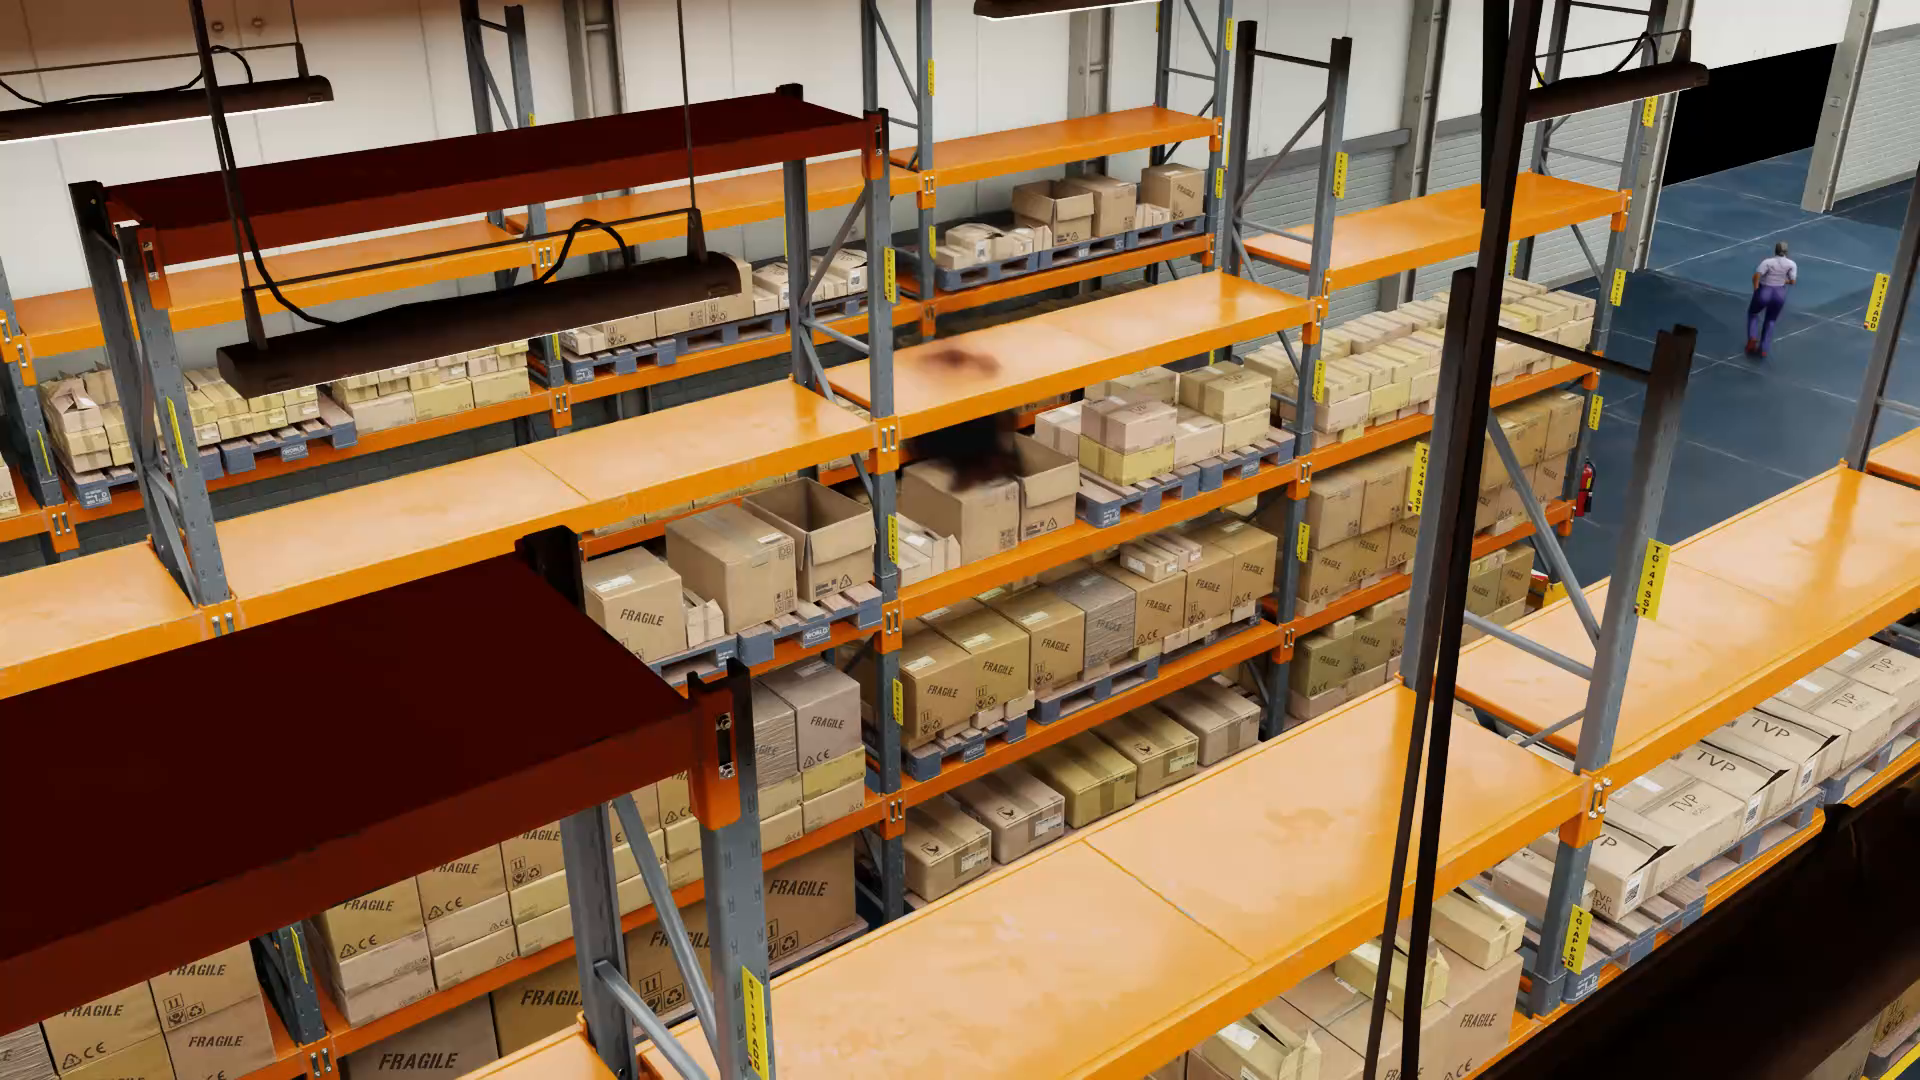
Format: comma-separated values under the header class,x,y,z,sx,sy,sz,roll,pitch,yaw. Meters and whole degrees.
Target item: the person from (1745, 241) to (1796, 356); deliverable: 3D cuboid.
class,x,y,z,sx,sy,sz,roll,pitch,yaw
person,11.279,-3.408,23.213,0.588,1.595,0.603,7,27,15
